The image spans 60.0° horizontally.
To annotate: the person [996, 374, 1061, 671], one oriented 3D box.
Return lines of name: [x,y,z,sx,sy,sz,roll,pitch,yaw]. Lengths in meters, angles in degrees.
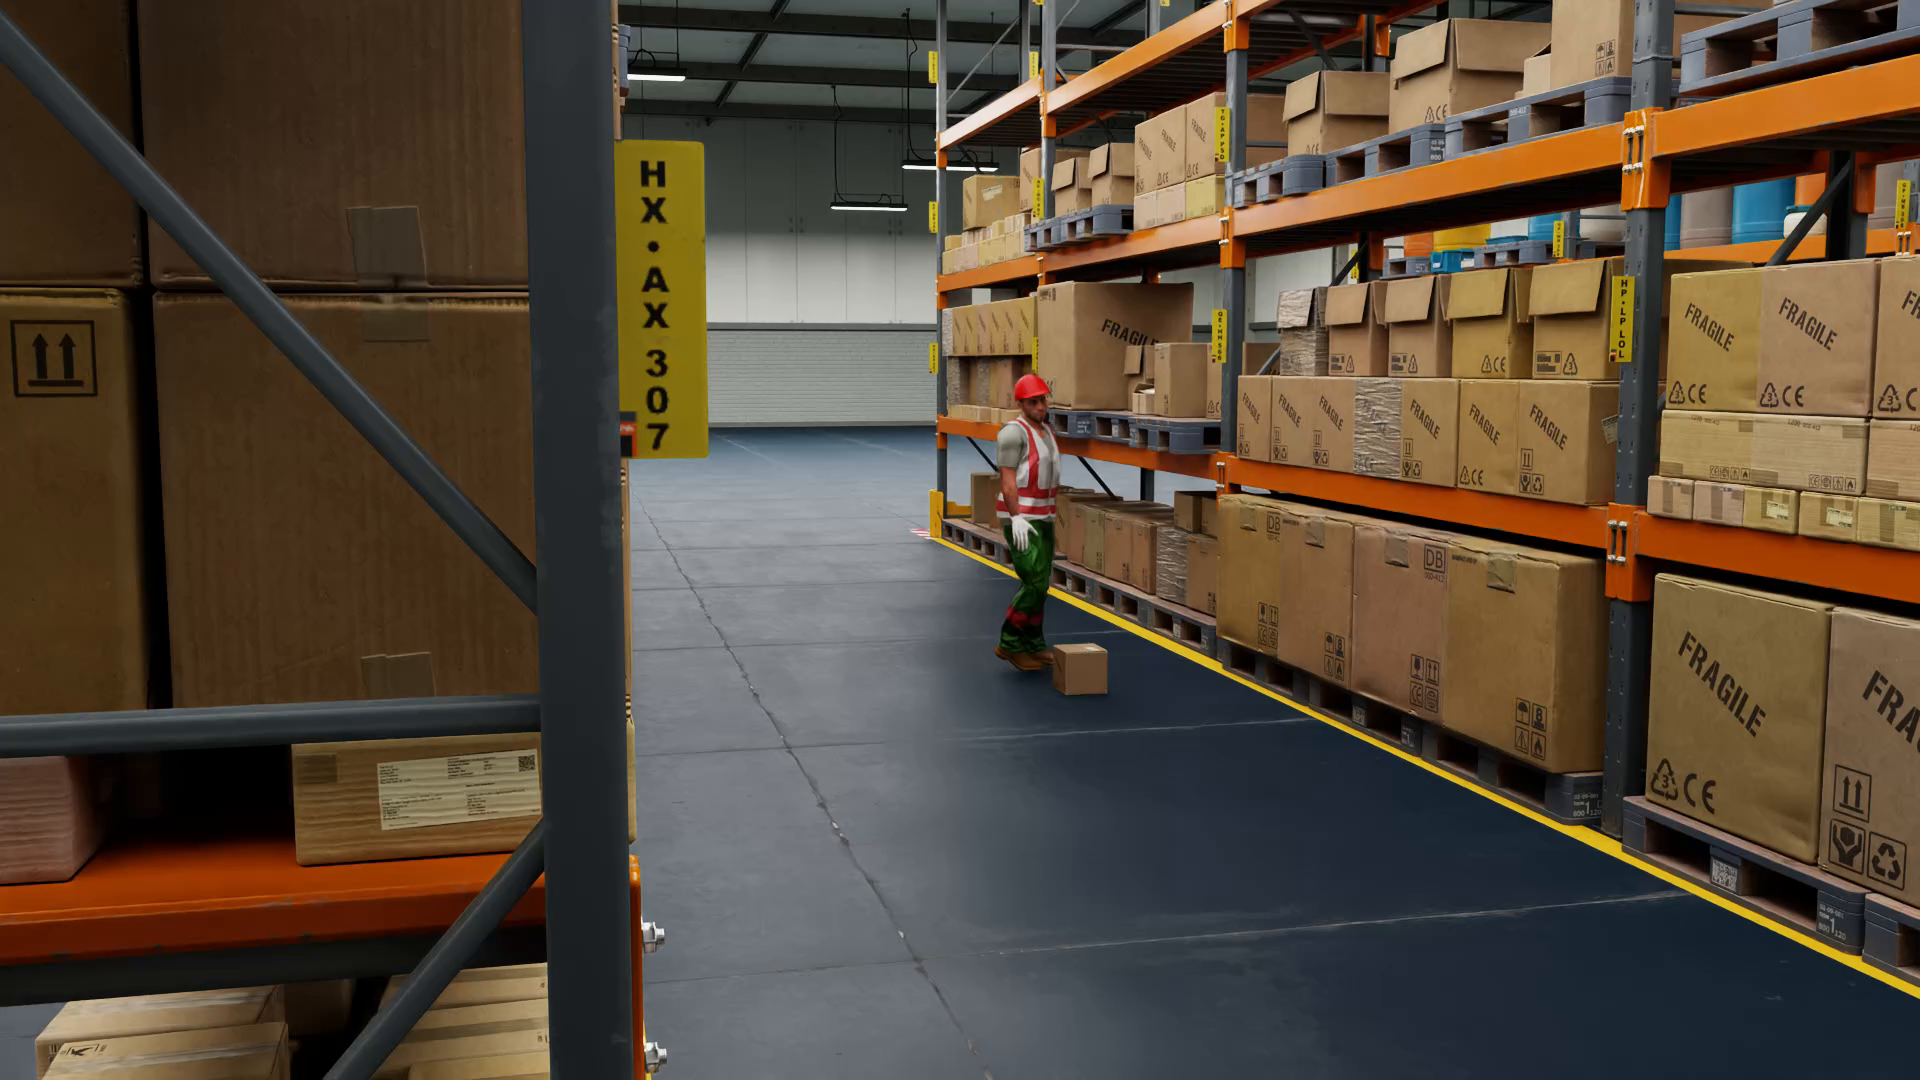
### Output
person: [0.434,-0.102,9.979,0.379,1.779,0.587,4,7,31]
